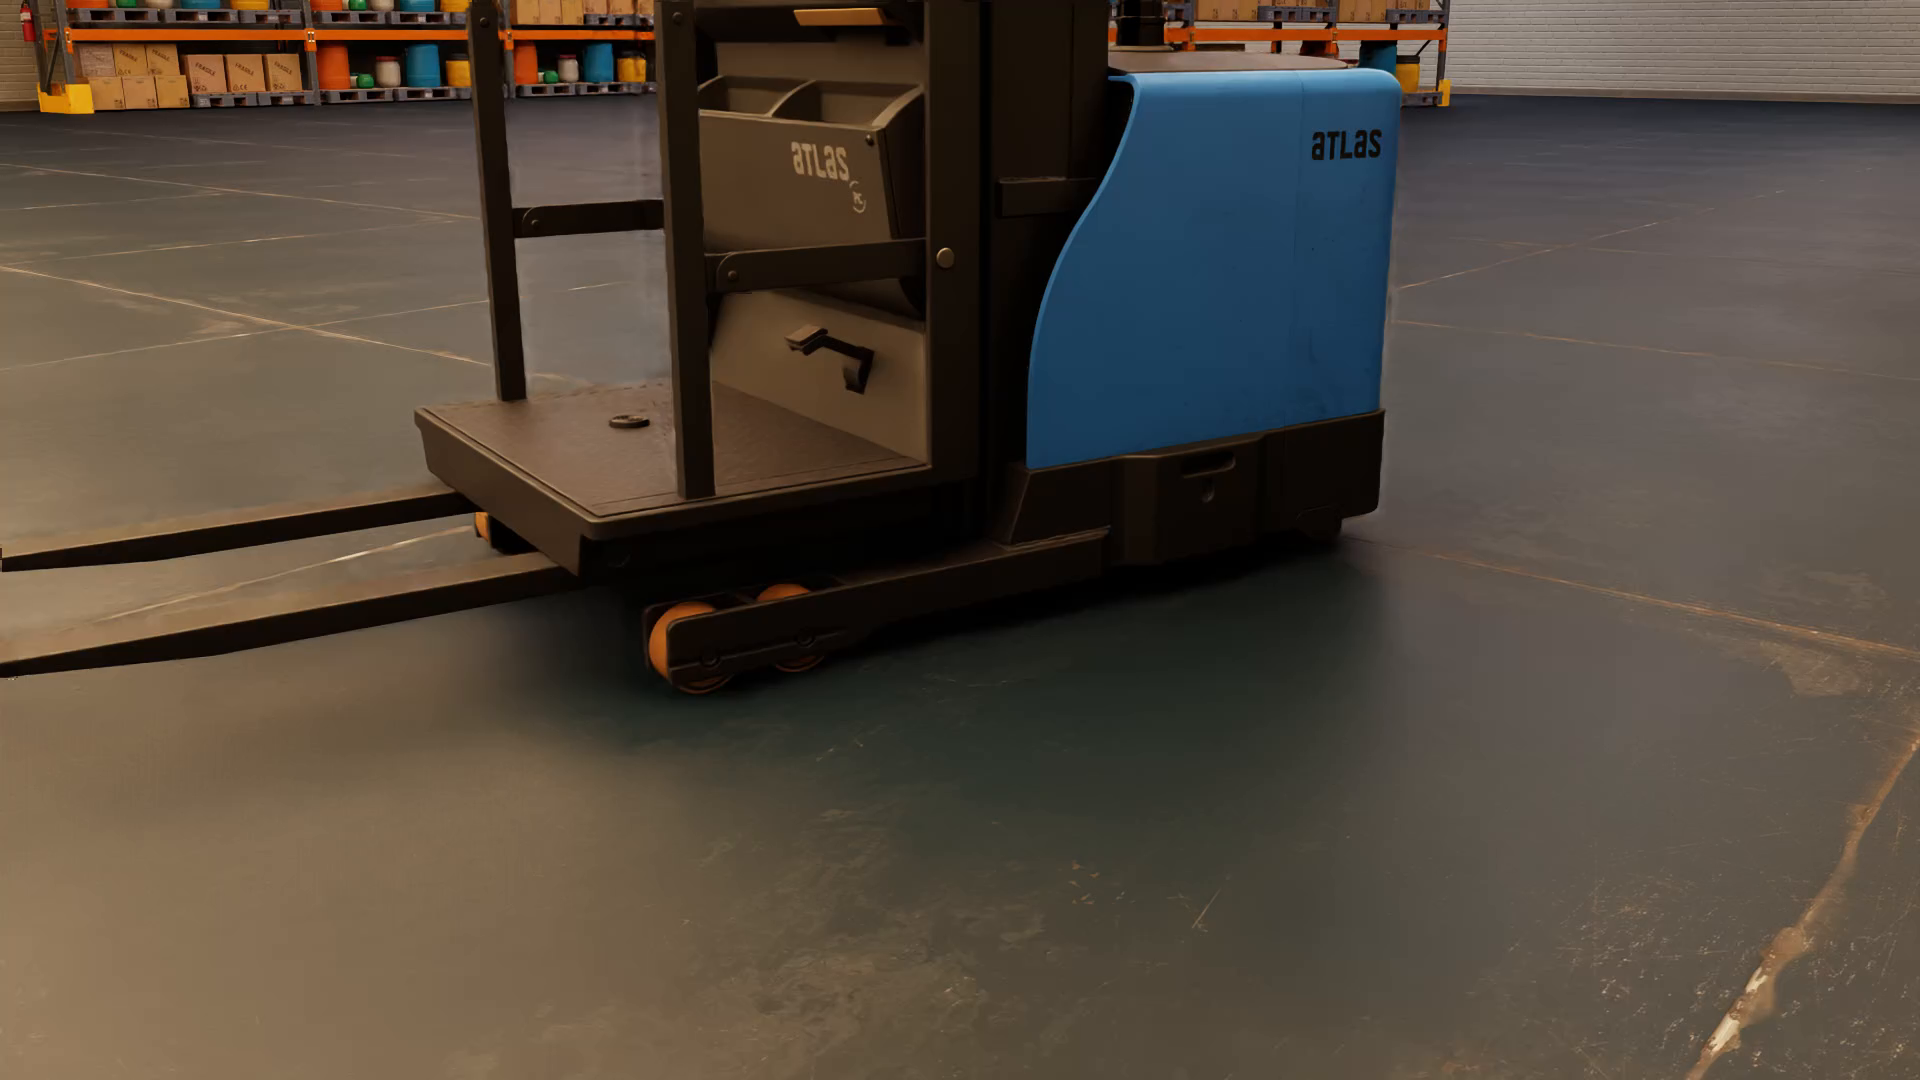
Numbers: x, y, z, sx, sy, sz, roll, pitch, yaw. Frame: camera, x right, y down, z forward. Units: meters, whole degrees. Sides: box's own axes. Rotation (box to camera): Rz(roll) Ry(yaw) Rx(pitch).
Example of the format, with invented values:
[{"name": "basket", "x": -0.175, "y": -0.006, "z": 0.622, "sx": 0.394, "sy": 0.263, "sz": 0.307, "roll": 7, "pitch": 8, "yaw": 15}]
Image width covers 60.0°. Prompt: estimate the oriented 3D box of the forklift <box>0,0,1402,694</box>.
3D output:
[{"name": "forklift", "x": -0.518, "y": -1.297, "z": 3.169, "sx": 3.031, "sy": 2.935, "sz": 1.130, "roll": -11, "pitch": 20, "yaw": -32}]
